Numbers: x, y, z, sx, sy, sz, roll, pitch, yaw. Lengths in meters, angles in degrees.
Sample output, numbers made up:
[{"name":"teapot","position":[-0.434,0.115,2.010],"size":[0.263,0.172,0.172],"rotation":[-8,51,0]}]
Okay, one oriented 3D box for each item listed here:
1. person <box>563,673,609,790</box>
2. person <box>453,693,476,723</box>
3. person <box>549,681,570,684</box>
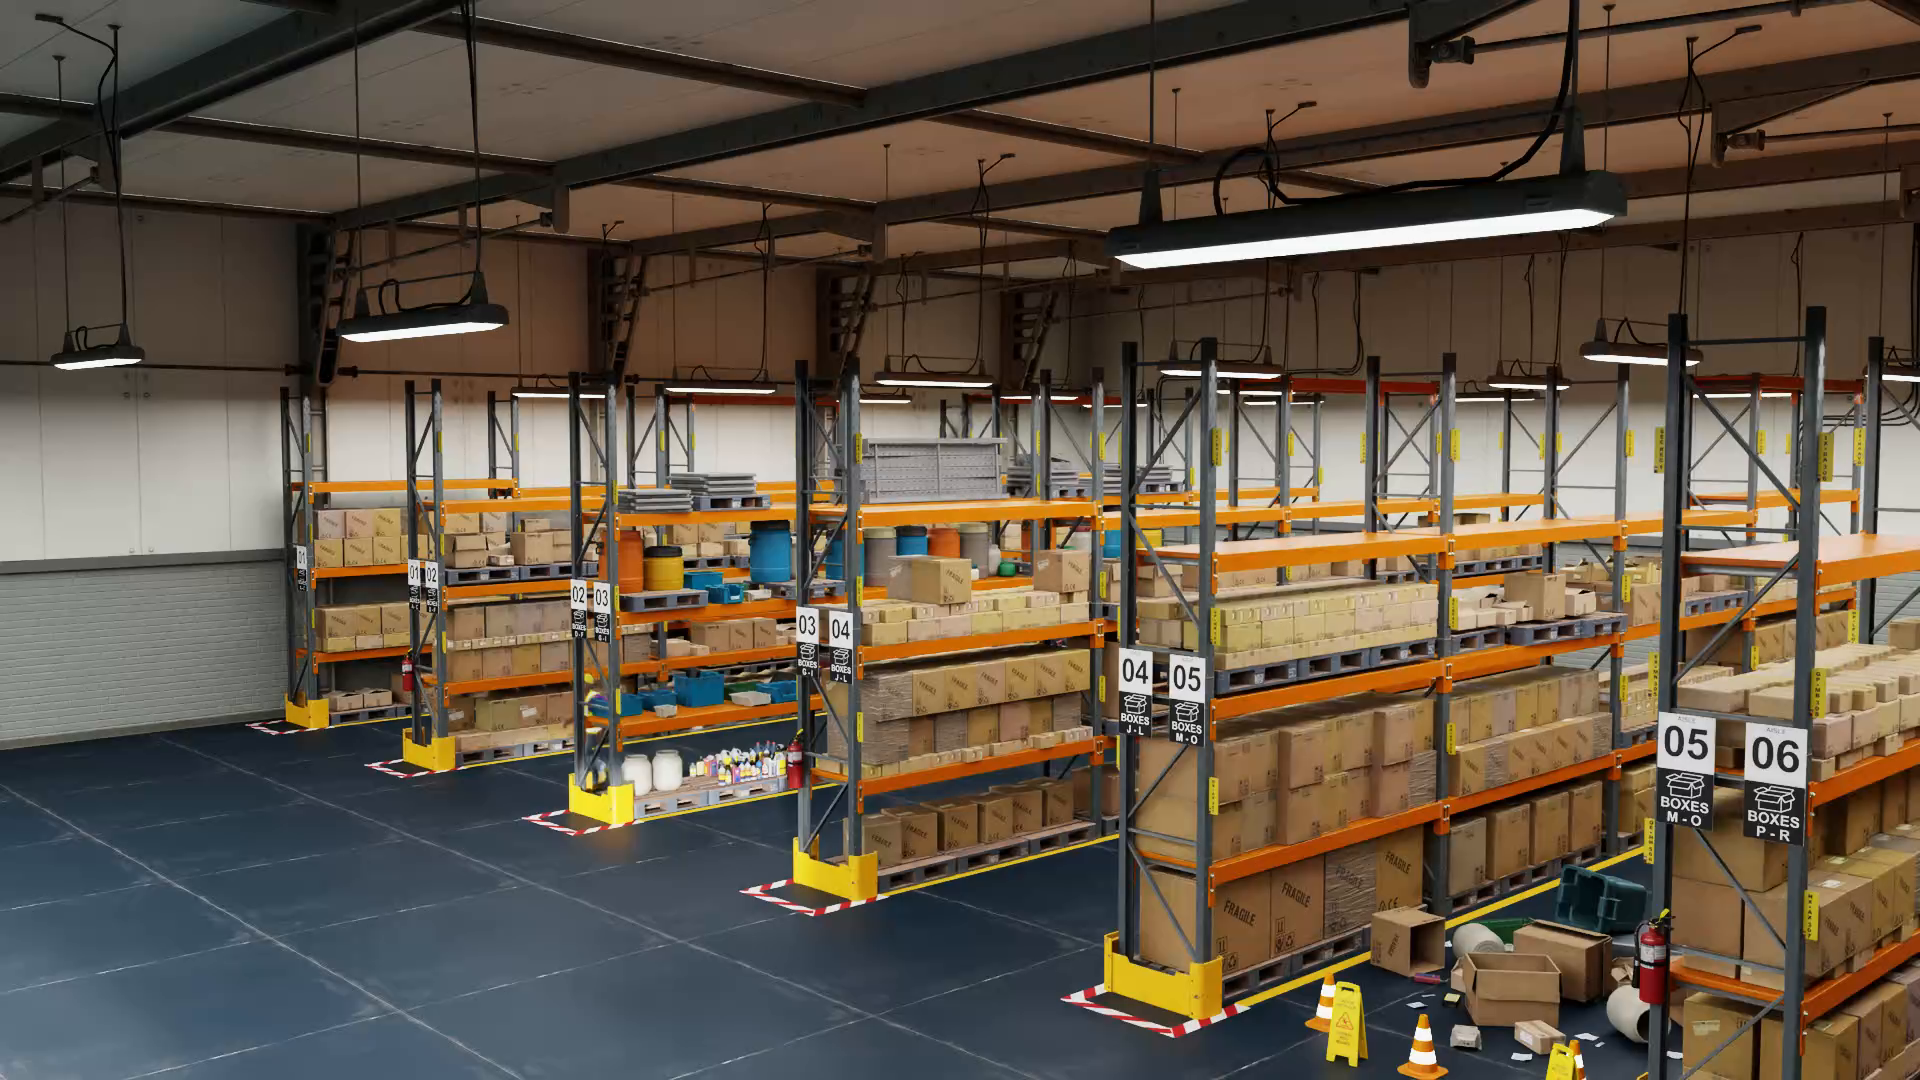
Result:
[{"name":"person","position":[-5.395,2.776,24.011],"size":[0.583,1.712,0.708],"rotation":[-3,5,-42]},{"name":"person","position":[-8.516,2.544,28.207],"size":[0.614,1.679,0.898],"rotation":[3,5,40]},{"name":"person","position":[-6.975,2.412,29.127],"size":[0.676,1.748,0.659],"rotation":[3,5,37]}]
